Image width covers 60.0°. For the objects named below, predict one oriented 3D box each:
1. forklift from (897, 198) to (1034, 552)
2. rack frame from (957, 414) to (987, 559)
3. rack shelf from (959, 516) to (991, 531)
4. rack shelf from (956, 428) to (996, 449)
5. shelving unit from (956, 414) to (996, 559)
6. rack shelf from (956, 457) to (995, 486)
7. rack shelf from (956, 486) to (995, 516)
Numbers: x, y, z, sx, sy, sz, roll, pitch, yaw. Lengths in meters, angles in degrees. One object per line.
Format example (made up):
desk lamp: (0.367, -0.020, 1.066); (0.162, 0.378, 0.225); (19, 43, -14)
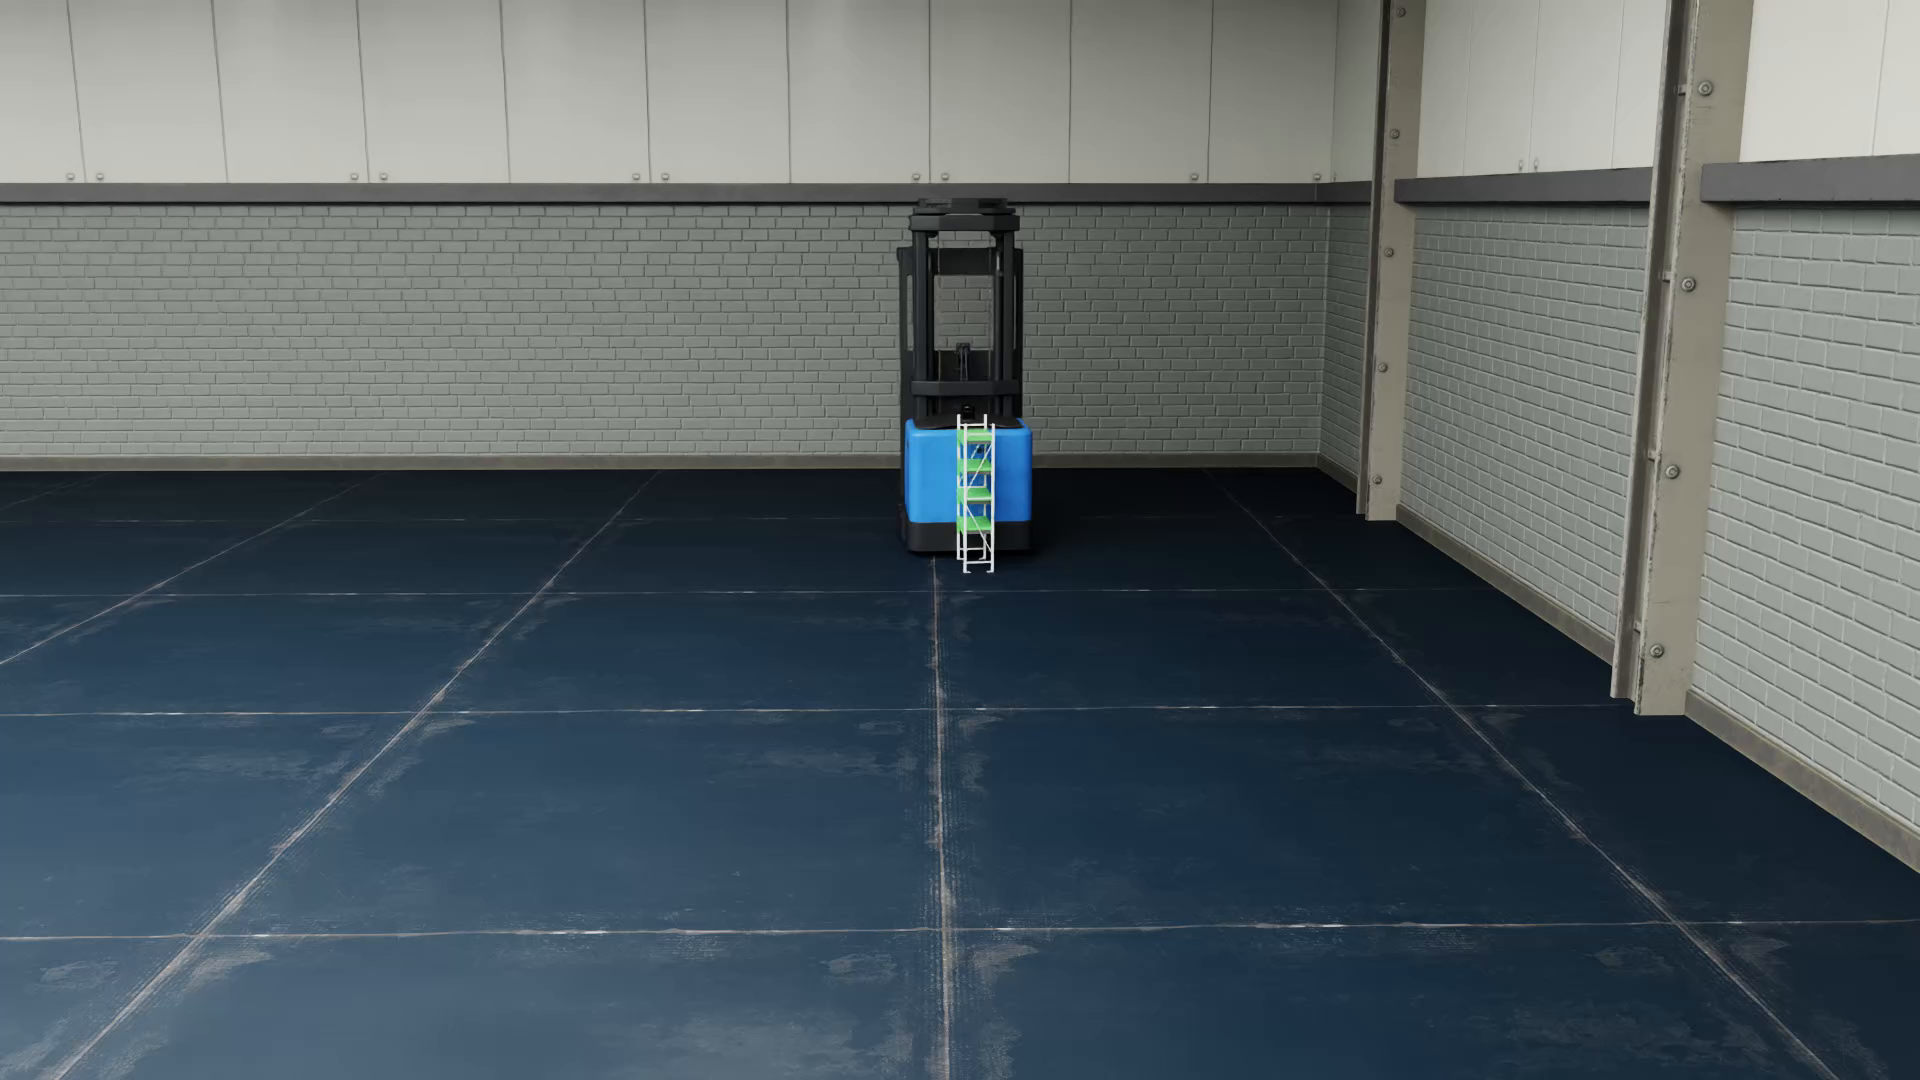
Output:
forklift: (-0.006, -1.578, 14.964); (1.130, 2.935, 3.031); (-1, 11, -4)
rack frame: (0.097, -0.432, 13.622); (0.240, 1.200, 0.015); (-1, 13, -6)
rack shelf: (0.124, -0.135, 13.440); (0.221, 0.021, 0.457); (-1, 13, -6)
rack shelf: (0.125, -0.785, 13.295); (0.258, 0.148, 0.480); (-1, 13, -6)
shelving unit: (0.124, -0.381, 13.391); (0.258, 1.200, 0.492); (-1, 13, -6)
rack shelf: (0.125, -0.551, 13.347); (0.258, 0.148, 0.480); (-1, 13, -6)
rack shelf: (0.124, -0.317, 13.399); (0.258, 0.148, 0.480); (-1, 13, -6)
